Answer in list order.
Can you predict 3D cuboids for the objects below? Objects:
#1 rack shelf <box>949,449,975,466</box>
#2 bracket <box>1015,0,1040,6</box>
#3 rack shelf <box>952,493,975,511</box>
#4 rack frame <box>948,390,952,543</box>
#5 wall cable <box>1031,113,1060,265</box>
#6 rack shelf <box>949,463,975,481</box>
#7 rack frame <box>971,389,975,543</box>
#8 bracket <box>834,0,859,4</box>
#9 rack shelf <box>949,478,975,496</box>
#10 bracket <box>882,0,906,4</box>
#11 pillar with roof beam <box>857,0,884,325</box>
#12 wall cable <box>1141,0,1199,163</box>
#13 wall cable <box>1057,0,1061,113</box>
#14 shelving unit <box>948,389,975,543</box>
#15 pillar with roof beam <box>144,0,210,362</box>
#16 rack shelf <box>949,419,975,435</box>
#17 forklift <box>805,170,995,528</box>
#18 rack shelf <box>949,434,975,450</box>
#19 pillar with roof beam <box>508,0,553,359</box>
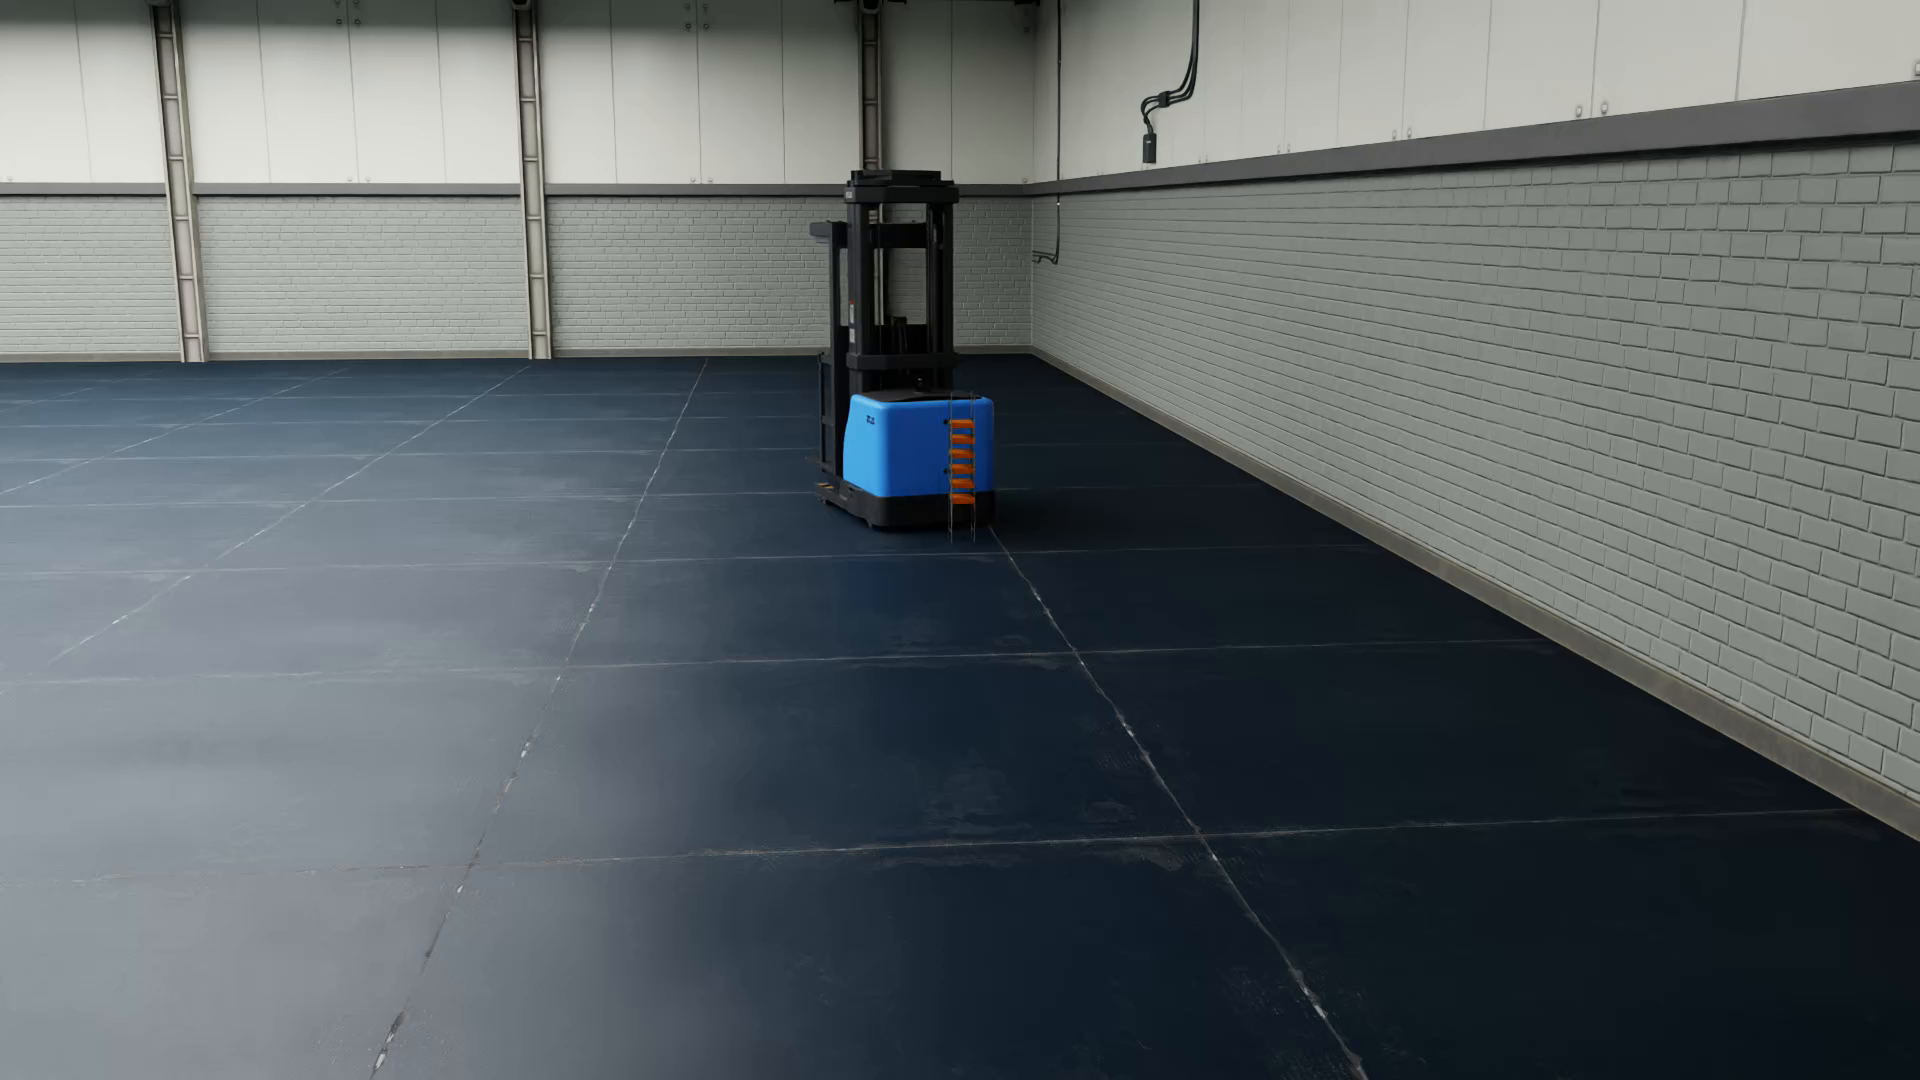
[{"bbox_3d":[0.014,-0.663,13.239,0.180,0.103,0.258,-1,11,-6],"label":"rack shelf"},{"bbox_3d":[1.191,-9.588,29.478,0.430,0.232,0.235,-1,11,-6],"label":"bracket"},{"bbox_3d":[0.014,-0.310,13.309,0.180,0.103,0.258,-1,11,-6],"label":"rack shelf"},{"bbox_3d":[-0.077,-0.587,13.244,0.006,1.200,0.240,-1,11,-6],"label":"rack frame"},{"bbox_3d":[1.456,-6.116,29.198,0.112,2.526,3.097,-1,11,-6],"label":"wall cable"},{"bbox_3d":[0.014,-0.545,13.262,0.180,0.103,0.258,-1,11,-6],"label":"rack shelf"},{"bbox_3d":[0.105,-0.591,13.263,0.006,1.200,0.240,-1,11,-6],"label":"rack frame"},{"bbox_3d":[-1.990,-9.521,29.139,0.430,0.232,0.235,-1,11,-6],"label":"bracket"},{"bbox_3d":[0.014,-0.428,13.286,0.180,0.103,0.258,-1,11,-6],"label":"rack shelf"},{"bbox_3d":[-1.165,-9.538,29.227,0.430,0.232,0.235,-1,11,-6],"label":"bracket"},{"bbox_3d":[-1.151,-7.006,25.677,0.548,9.000,9.100,-1,11,-6],"label":"pillar with roof beam"},{"bbox_3d":[2.465,-7.487,19.308,0.169,6.003,2.305,-1,11,-6],"label":"wall cable"},{"bbox_3d":[1.748,-8.075,26.072,0.112,2.526,3.097,-1,11,-6],"label":"wall cable"},{"bbox_3d":[0.014,-0.589,13.254,0.189,1.200,0.258,-1,11,-6],"label":"shelving unit"},{"bbox_3d":[-13.081,-6.756,24.406,0.548,9.000,9.100,-1,11,-6],"label":"pillar with roof beam"},{"bbox_3d":[0.014,-0.899,13.193,0.180,0.103,0.258,-1,11,-6],"label":"rack shelf"},{"bbox_3d":[-0.689,-1.781,14.829,1.130,2.935,3.031,-4,12,-20],"label":"forklift"},{"bbox_3d":[0.014,-0.781,13.216,0.180,0.103,0.258,-1,11,-6],"label":"rack shelf"},{"bbox_3d":[-7.116,-6.881,25.041,0.548,9.000,9.100,-1,11,-6],"label":"pillar with roof beam"}]
